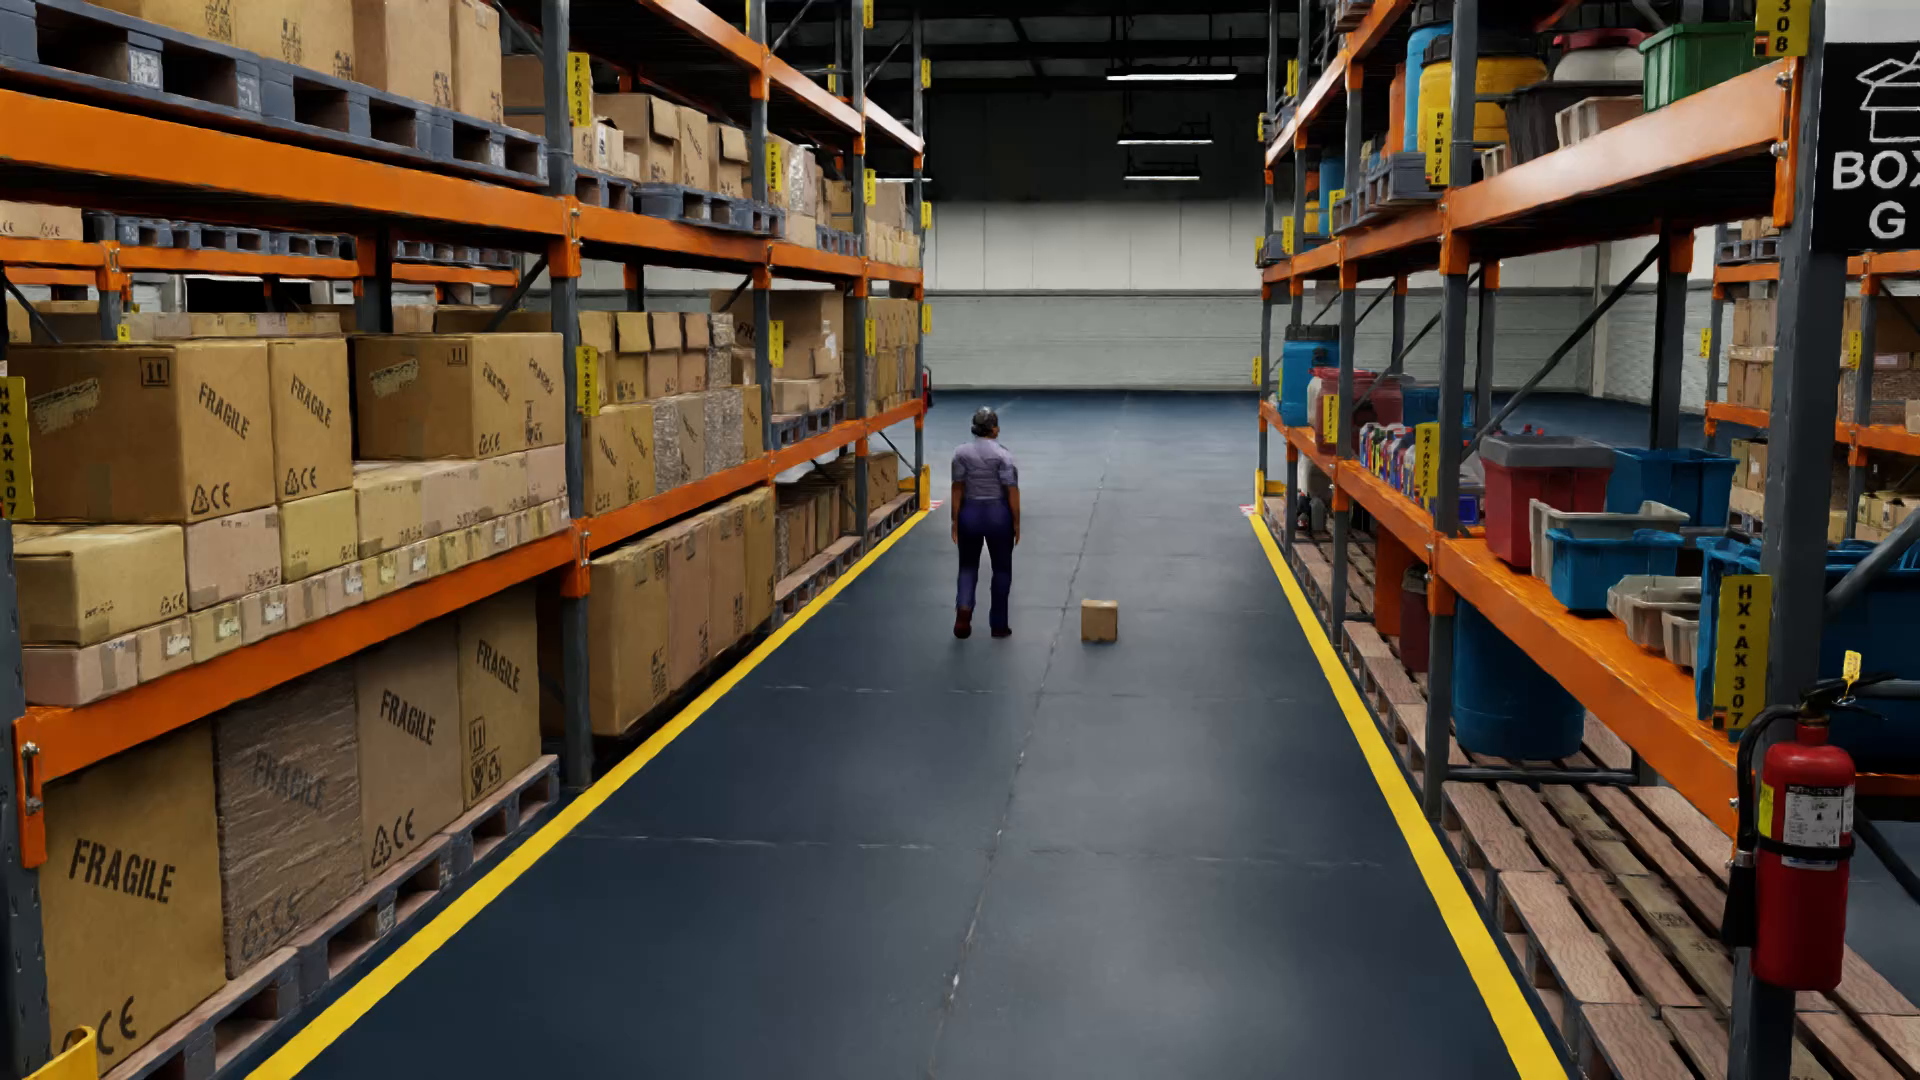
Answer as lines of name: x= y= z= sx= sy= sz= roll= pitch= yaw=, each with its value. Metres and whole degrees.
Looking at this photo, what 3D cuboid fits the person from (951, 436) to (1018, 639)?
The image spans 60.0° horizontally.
person: x=0.200 y=-0.019 z=11.708 sx=0.496 sy=1.444 sz=0.548 roll=2 pitch=8 yaw=17
